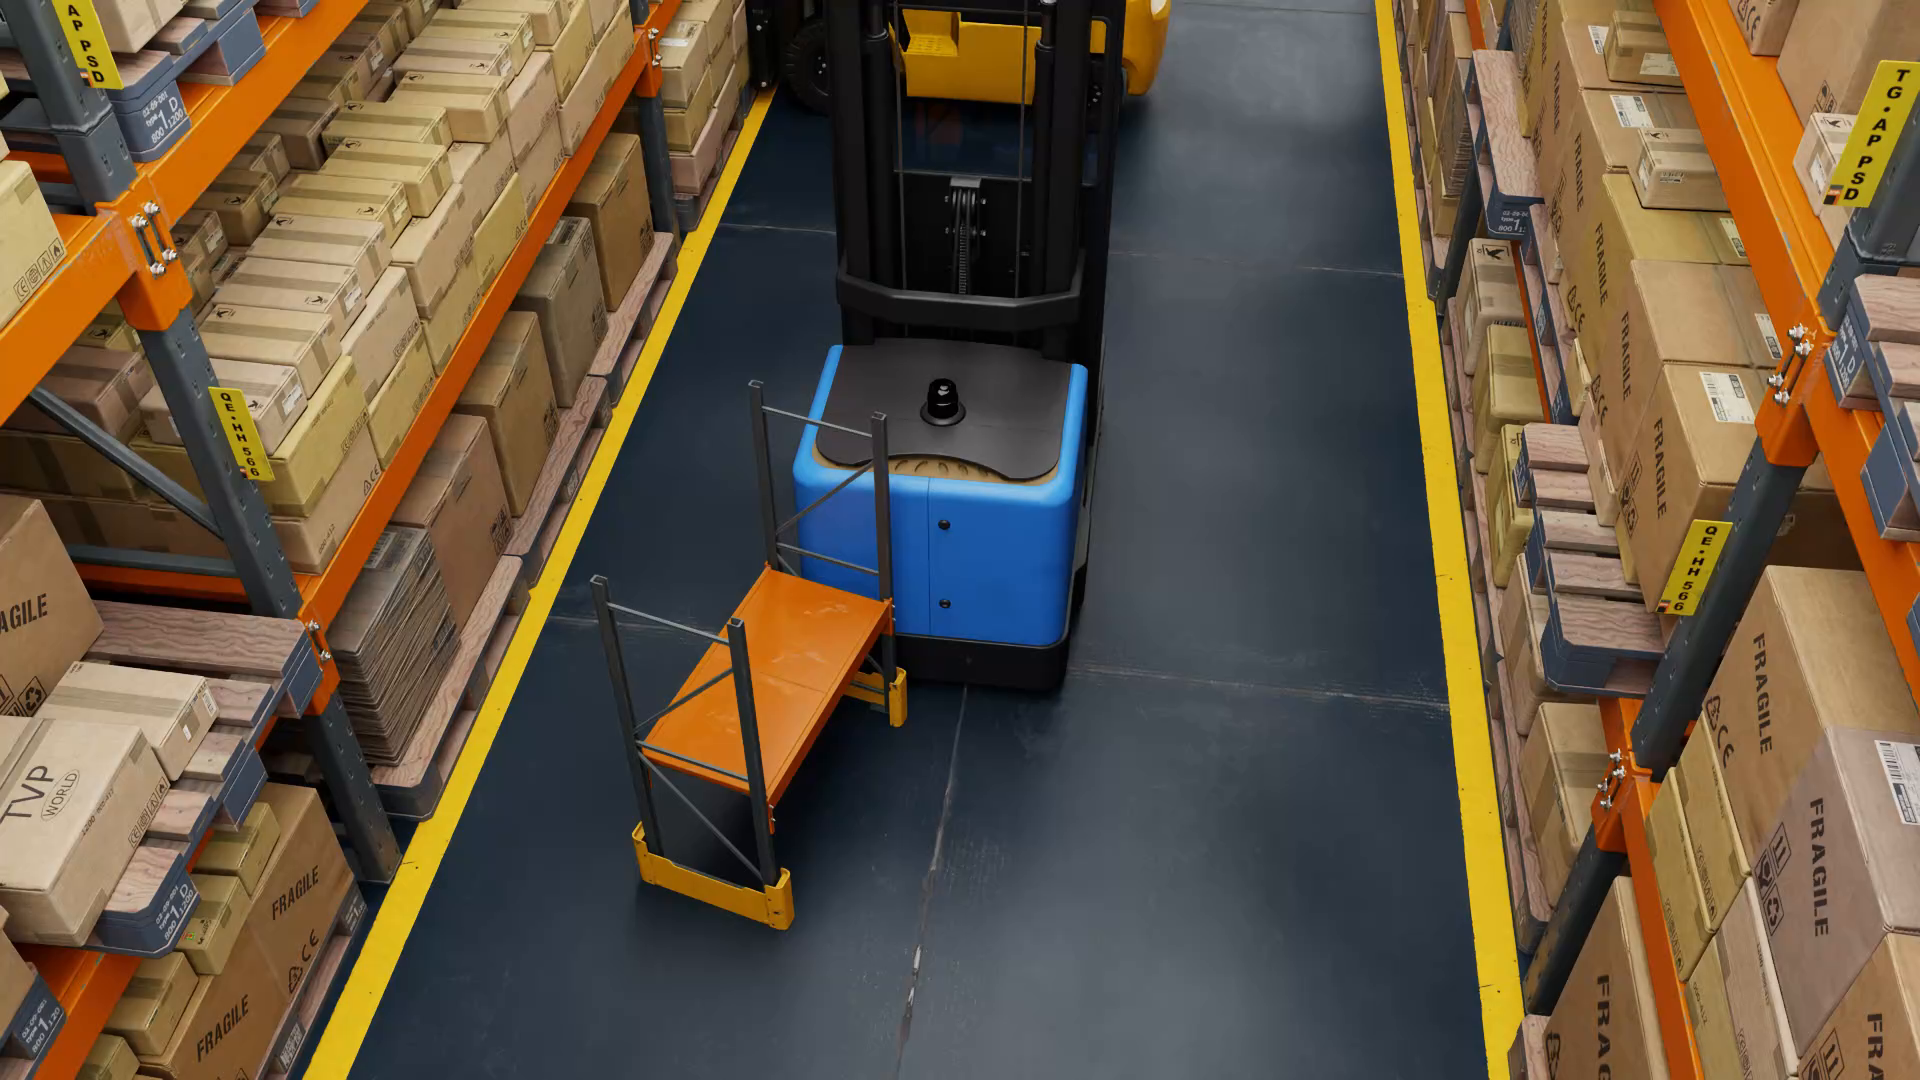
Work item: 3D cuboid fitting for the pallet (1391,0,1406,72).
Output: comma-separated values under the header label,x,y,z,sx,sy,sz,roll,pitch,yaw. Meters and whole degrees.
label,x,y,z,sx,sy,sz,roll,pitch,yaw
pallet,3.303,-3.329,10.613,1.003,0.211,1.213,5,44,6

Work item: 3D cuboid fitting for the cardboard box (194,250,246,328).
label,x,y,z,sx,sy,sz,roll,pitch,yaw
cardboard box,-2.673,-0.748,5.603,0.500,0.250,0.500,6,44,6

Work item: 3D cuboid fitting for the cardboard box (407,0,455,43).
label,x,y,z,sx,sy,sz,roll,pitch,yaw
cardboard box,-2.392,-2.130,7.063,0.500,0.250,0.500,5,44,5

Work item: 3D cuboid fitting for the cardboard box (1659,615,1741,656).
label,x,y,z,sx,sy,sz,roll,pitch,yaw
cardboard box,2.208,0.202,4.732,0.380,0.149,0.250,7,44,7

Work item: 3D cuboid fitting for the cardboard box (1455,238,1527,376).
label,x,y,z,sx,sy,sz,roll,pitch,yaw
cardboard box,2.860,-1.059,7.792,0.950,0.372,0.625,6,44,6

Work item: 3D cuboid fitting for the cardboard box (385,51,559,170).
label,x,y,z,sx,sy,sz,roll,pitch,yaw
cardboard box,-1.940,-1.737,6.648,0.500,0.250,0.500,6,44,6

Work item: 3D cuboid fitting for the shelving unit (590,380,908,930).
label,x,y,z,sx,sy,sz,roll,pitch,yaw
shelving unit,-0.675,0.404,5.733,0.587,1.500,1.083,16,46,16

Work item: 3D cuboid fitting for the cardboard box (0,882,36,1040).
label,x,y,z,sx,sy,sz,roll,pitch,yaw
cardboard box,-2.555,0.999,3.633,0.797,0.503,0.637,4,44,5

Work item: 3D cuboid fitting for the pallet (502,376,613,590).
label,x,y,z,sx,sy,sz,roll,pitch,yaw
pallet,-2.212,-0.315,7.429,1.003,0.211,1.213,5,44,6

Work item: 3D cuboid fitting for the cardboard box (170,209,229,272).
label,x,y,z,sx,sy,sz,roll,pitch,yaw
cardboard box,-2.699,-0.986,5.565,0.380,0.149,0.250,4,44,5

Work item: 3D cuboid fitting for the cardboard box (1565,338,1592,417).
label,x,y,z,sx,sy,sz,roll,pitch,yaw
cardboard box,2.224,-0.523,5.498,0.380,0.149,0.250,6,44,6

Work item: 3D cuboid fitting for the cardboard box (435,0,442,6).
label,x,y,z,sx,sy,sz,roll,pitch,yaw
cardboard box,-2.375,-2.370,7.027,0.380,0.149,0.250,5,44,5

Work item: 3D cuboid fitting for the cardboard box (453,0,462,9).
label,x,y,z,sx,sy,sz,roll,pitch,yaw
cardboard box,-1.920,-2.346,7.002,0.380,0.149,0.250,5,44,5

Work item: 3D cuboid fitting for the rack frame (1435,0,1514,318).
label,x,y,z,sx,sy,sz,roll,pitch,yaw
rack frame,2.926,-2.218,7.411,1.000,3.000,0.127,5,44,6

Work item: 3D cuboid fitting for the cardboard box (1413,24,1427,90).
label,x,y,z,sx,sy,sz,roll,pitch,yaw
cardboard box,2.940,-2.853,9.776,0.500,0.250,0.500,8,44,8

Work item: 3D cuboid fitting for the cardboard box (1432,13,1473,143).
label,x,y,z,sx,sy,sz,roll,pitch,yaw
cardboard box,2.804,-2.419,8.772,0.500,0.500,0.500,6,44,6

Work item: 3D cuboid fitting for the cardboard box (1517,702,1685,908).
label,x,y,z,sx,sy,sz,roll,pitch,yaw
cardboard box,2.482,0.926,5.697,0.950,0.372,0.625,3,43,3

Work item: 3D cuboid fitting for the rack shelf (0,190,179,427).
label,x,y,z,sx,sy,sz,roll,pitch,yaw
rack shelf,-2.787,0.594,2.782,1.077,0.370,4.000,5,44,6

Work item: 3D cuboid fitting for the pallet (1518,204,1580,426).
label,x,y,z,sx,sy,sz,roll,pitch,yaw
pallet,2.619,-0.775,6.026,1.003,0.211,1.213,5,44,6

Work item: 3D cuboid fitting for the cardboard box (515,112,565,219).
label,x,y,z,sx,sy,sz,roll,pitch,yaw
cardboard box,-1.958,-1.566,6.832,0.500,0.250,0.500,5,44,6

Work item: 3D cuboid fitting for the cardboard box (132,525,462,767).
label,x,y,z,sx,sy,sz,roll,pitch,yaw
cardboard box,-2.427,0.345,6.125,0.875,0.625,0.625,7,44,7

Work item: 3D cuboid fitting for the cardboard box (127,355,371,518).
label,x,y,z,sx,sy,sz,roll,pitch,yaw
cardboard box,-2.197,-0.346,5.179,0.500,0.250,0.500,5,44,5

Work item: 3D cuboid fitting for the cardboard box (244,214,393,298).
label,x,y,z,sx,sy,sz,roll,pitch,yaw
cardboard box,-2.124,-0.942,5.518,0.380,0.149,0.250,6,44,6

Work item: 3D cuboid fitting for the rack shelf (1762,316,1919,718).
label,x,y,z,sx,sy,sz,roll,pitch,yaw
rack shelf,2.133,1.043,2.308,1.077,0.370,4.000,5,44,6

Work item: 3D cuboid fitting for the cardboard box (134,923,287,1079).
label,x,y,z,sx,sy,sz,roll,pitch,yaw
cardboard box,-2.442,1.462,5.036,0.500,0.500,0.500,5,44,5

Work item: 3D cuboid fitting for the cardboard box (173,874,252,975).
label,x,y,z,sx,sy,sz,roll,pitch,yaw
cardboard box,-2.343,1.127,4.918,0.380,0.149,0.250,3,44,3

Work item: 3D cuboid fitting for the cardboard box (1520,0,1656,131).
label,x,y,z,sx,sy,sz,roll,pitch,yaw
cardboard box,2.515,-1.880,6.459,0.500,0.500,0.500,5,44,6

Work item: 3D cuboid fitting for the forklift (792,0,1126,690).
label,x,y,z,sx,sy,sz,roll,pitch,yaw
forklift,0.083,-1.494,6.696,1.130,2.935,3.031,5,44,5

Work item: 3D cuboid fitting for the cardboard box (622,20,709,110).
label,x,y,z,sx,sy,sz,roll,pitch,yaw
cardboard box,-1.619,-2.485,8.660,0.500,0.250,0.500,5,44,5

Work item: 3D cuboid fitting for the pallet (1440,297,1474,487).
label,x,y,z,sx,sy,sz,roll,pitch,yaw
pallet,2.825,-0.675,7.809,1.003,0.211,1.213,5,44,6

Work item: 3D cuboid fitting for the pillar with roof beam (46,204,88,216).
label,x,y,z,sx,sy,sz,roll,pitch,yaw
pillar with roof beam,1.023,-2.698,3.555,9.100,9.000,0.400,5,44,6

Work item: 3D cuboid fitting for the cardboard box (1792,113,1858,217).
label,x,y,z,sx,sy,sz,roll,pitch,yaw
cardboard box,2.256,-0.894,4.013,0.380,0.149,0.250,5,44,6

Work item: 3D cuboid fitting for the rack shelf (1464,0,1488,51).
label,x,y,z,sx,sy,sz,roll,pitch,yaw
rack shelf,3.191,-3.320,9.098,1.077,0.370,4.000,5,44,6

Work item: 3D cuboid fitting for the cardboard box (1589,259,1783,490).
label,x,y,z,sx,sy,sz,roll,pitch,yaw
cardboard box,2.240,-0.477,4.978,0.500,0.500,0.500,5,44,5

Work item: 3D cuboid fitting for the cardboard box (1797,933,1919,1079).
label,x,y,z,sx,sy,sz,roll,pitch,yaw
cardboard box,1.950,1.113,3.093,0.500,0.500,0.500,6,44,7

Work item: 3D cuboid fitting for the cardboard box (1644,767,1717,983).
label,x,y,z,sx,sy,sz,roll,pitch,yaw
cardboard box,2.084,0.873,4.255,0.500,0.250,0.500,5,44,5

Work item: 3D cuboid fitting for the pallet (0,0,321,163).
label,x,y,z,sx,sy,sz,roll,pitch,yaw
pallet,-2.522,-1.432,4.536,1.213,0.211,1.003,7,44,7

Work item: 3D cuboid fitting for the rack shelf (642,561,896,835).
label,x,y,z,sx,sy,sz,roll,pitch,yaw
rack shelf,-0.672,0.529,5.862,0.538,0.185,1.000,16,46,16

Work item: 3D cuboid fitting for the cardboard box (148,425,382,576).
label,x,y,z,sx,sy,sz,roll,pitch,yaw
cardboard box,-2.222,-0.166,5.353,0.500,0.250,0.500,5,44,6

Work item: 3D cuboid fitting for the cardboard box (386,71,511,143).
label,x,y,z,sx,sy,sz,roll,pitch,yaw
cardboard box,-1.917,-1.624,6.239,0.380,0.149,0.250,4,44,4

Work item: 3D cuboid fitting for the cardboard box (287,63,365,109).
label,x,y,z,sx,sy,sz,roll,pitch,yaw
cardboard box,-2.501,-1.684,6.302,0.380,0.149,0.250,6,44,6

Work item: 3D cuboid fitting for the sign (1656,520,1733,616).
label,x,y,z,sx,sy,sz,roll,pitch,yaw
sign,1.858,0.073,4.206,0.100,0.325,0.005,5,44,6

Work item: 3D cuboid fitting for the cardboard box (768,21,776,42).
label,x,y,z,sx,sy,sz,roll,pitch,yaw
cardboard box,-1.411,-3.164,10.104,0.500,0.250,0.500,7,44,7

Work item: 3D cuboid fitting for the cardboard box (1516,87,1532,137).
label,x,y,z,sx,sy,sz,roll,pitch,yaw
cardboard box,2.498,-1.762,6.806,0.380,0.149,0.250,6,44,6

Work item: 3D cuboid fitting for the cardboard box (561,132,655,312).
label,x,y,z,sx,sy,sz,roll,pitch,yaw
cardboard box,-2.052,-1.600,8.180,0.875,0.625,0.625,7,44,7

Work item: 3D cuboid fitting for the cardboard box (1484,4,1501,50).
label,x,y,z,sx,sy,sz,roll,pitch,yaw
cardboard box,2.667,-2.374,7.758,0.380,0.149,0.250,5,44,5
